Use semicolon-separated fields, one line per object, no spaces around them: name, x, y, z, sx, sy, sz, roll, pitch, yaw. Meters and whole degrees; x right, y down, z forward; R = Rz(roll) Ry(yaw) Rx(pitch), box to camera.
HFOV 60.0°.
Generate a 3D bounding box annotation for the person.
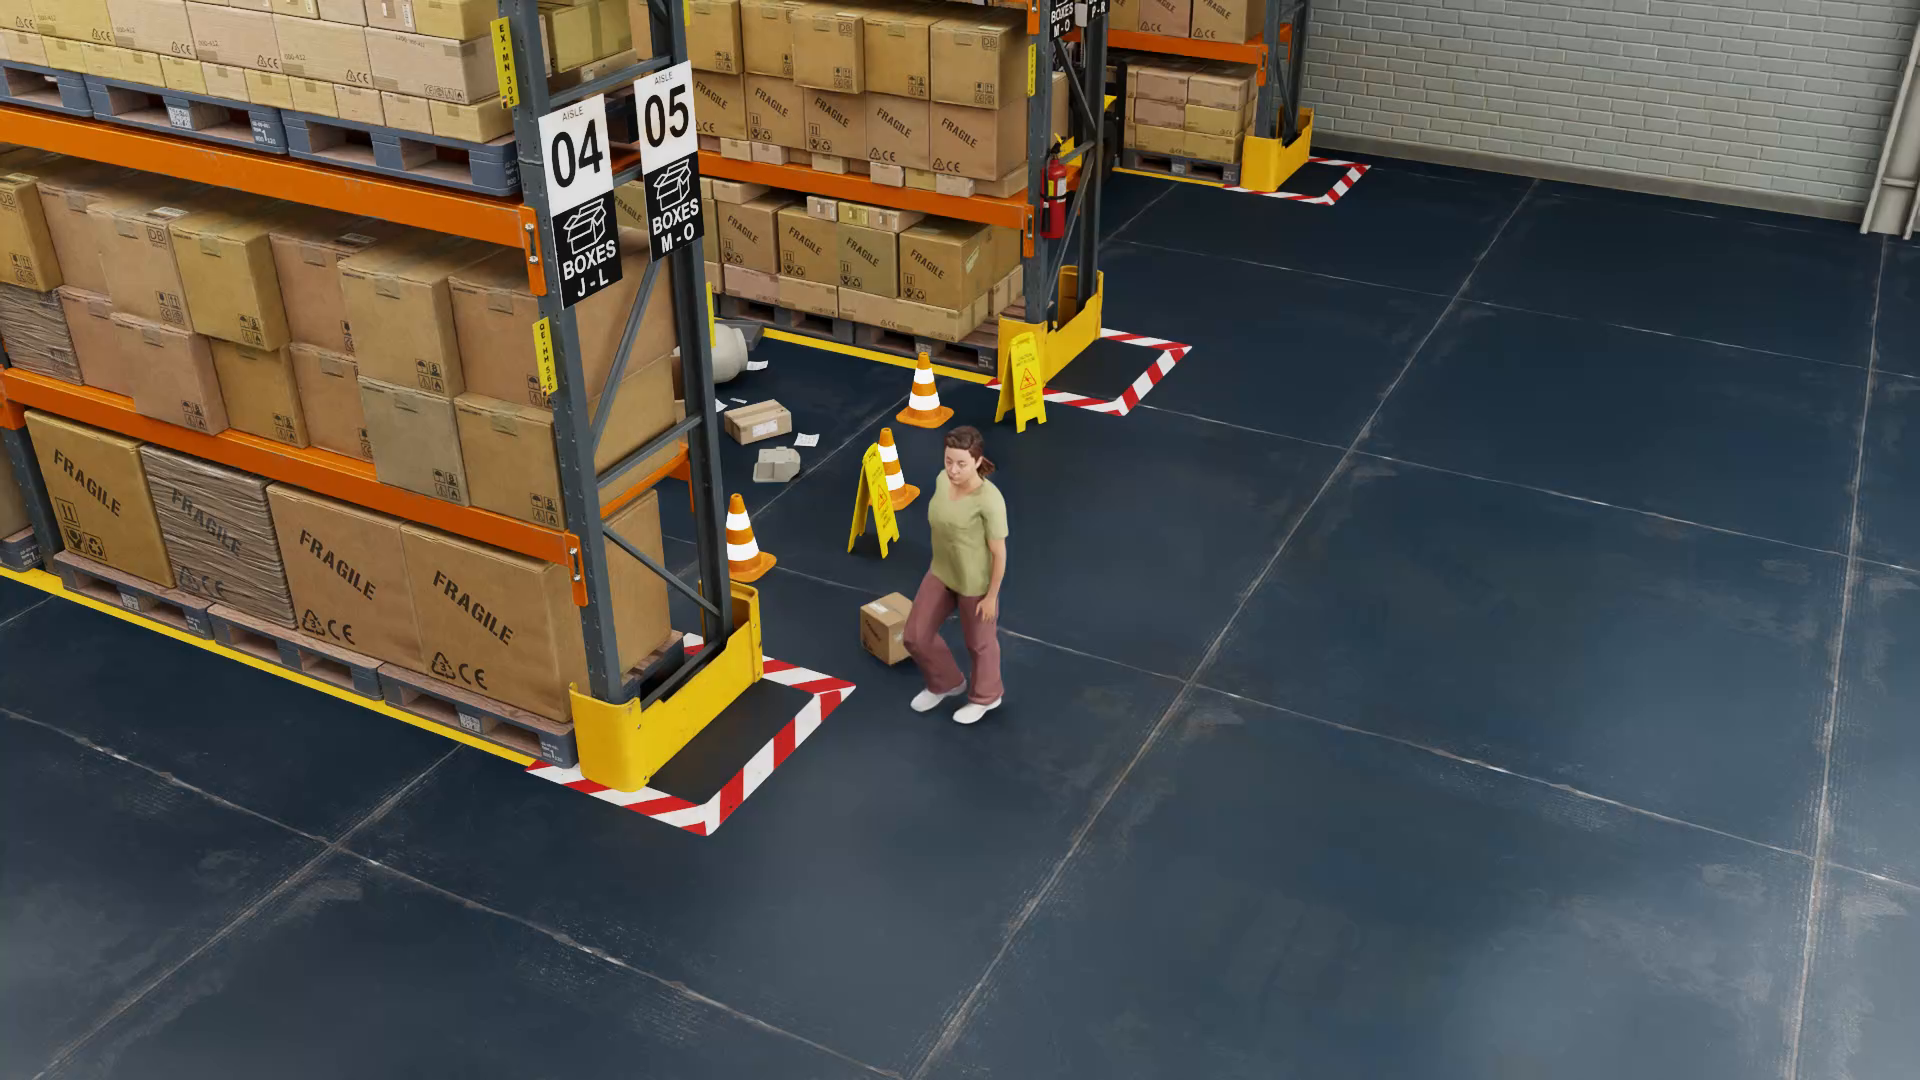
person;0.015;0.183;7.928;0.539;1.663;0.497;25;38;36
